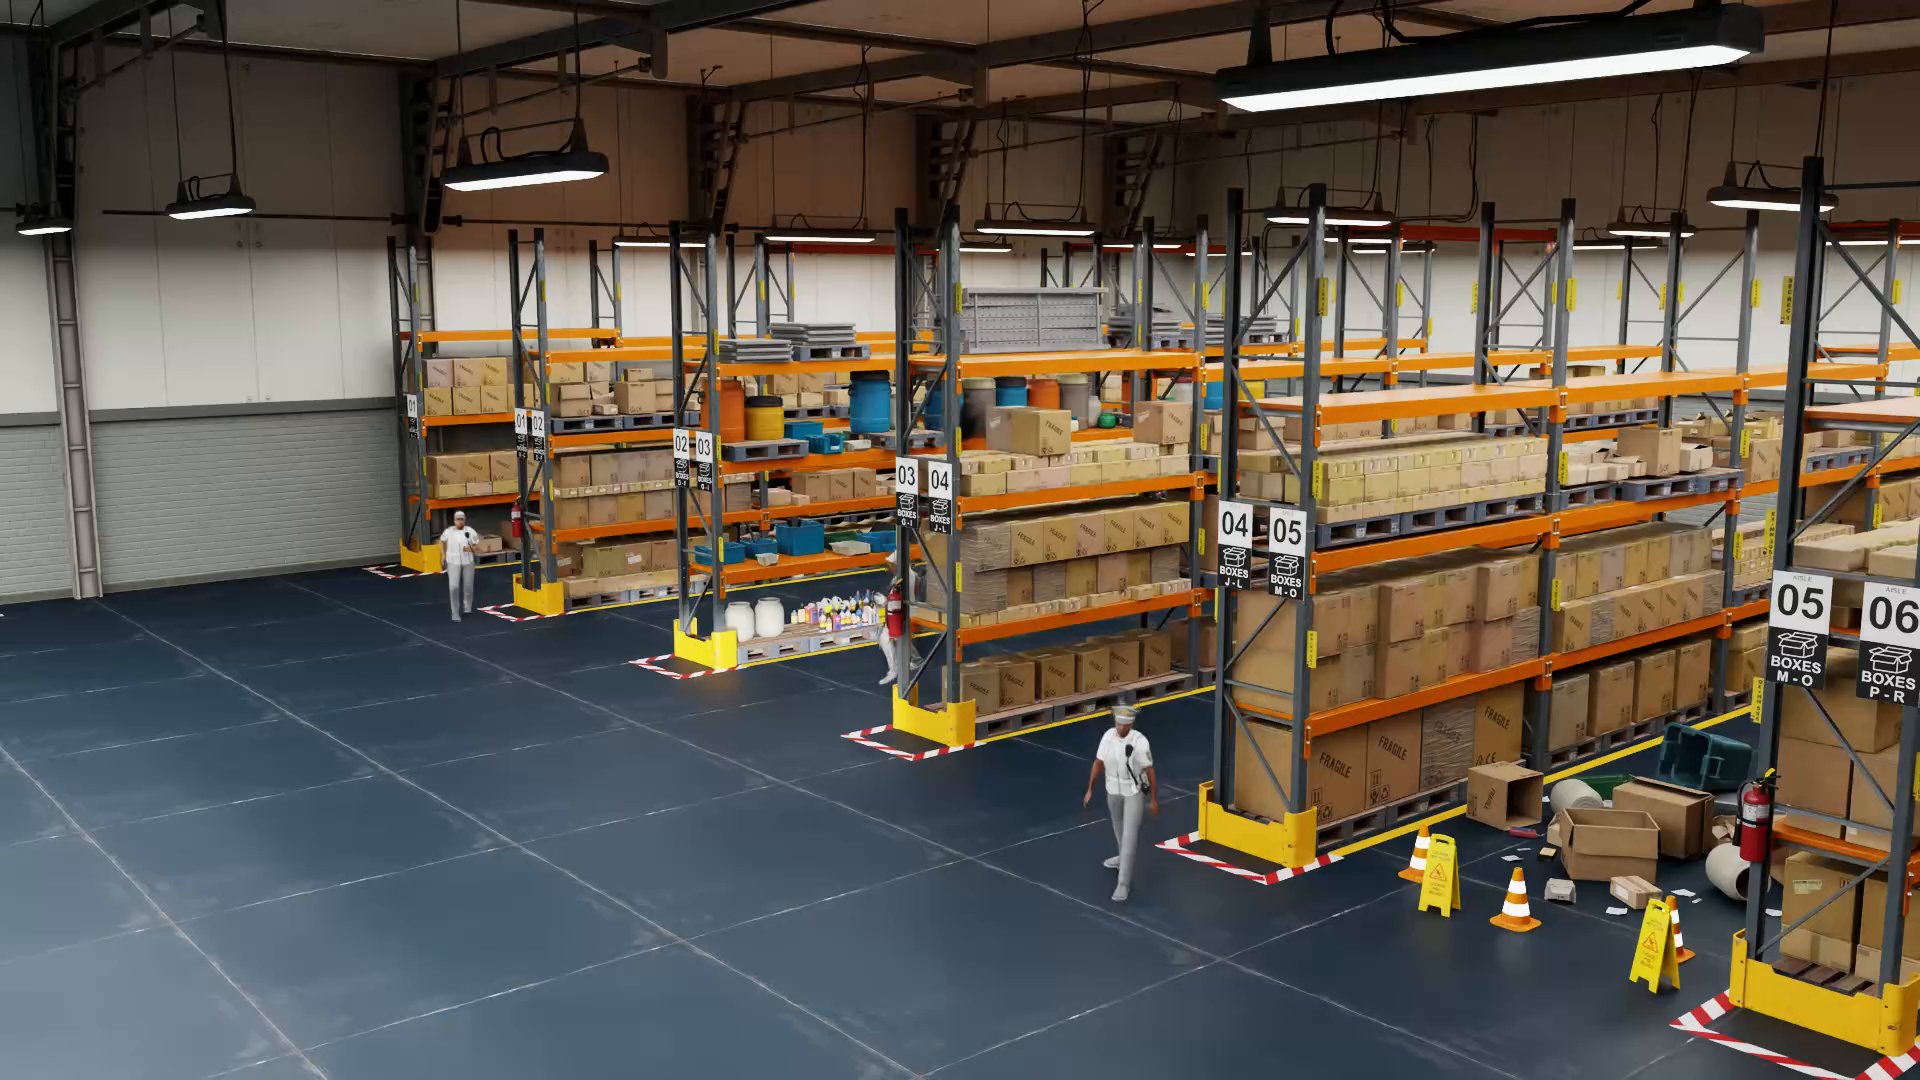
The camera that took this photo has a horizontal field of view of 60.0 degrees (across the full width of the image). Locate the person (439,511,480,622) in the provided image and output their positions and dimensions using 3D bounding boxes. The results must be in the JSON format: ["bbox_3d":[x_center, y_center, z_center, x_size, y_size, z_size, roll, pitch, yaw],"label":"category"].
[{"bbox_3d":[-7.734,0.409,25.759,0.590,1.726,0.738,-3,9,-18],"label":"person"}]

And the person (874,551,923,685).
[{"bbox_3d":[-0.729,0.964,20.820,0.714,1.705,0.807,-2,9,-15],"label":"person"}]

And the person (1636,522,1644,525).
[{"bbox_3d":[10.038,0.587,24.444,0.830,1.744,0.590,-8,12,-43],"label":"person"}]

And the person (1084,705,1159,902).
[{"bbox_3d":[1.412,2.188,14.339,0.625,1.612,0.870,6,11,34],"label":"person"}]
